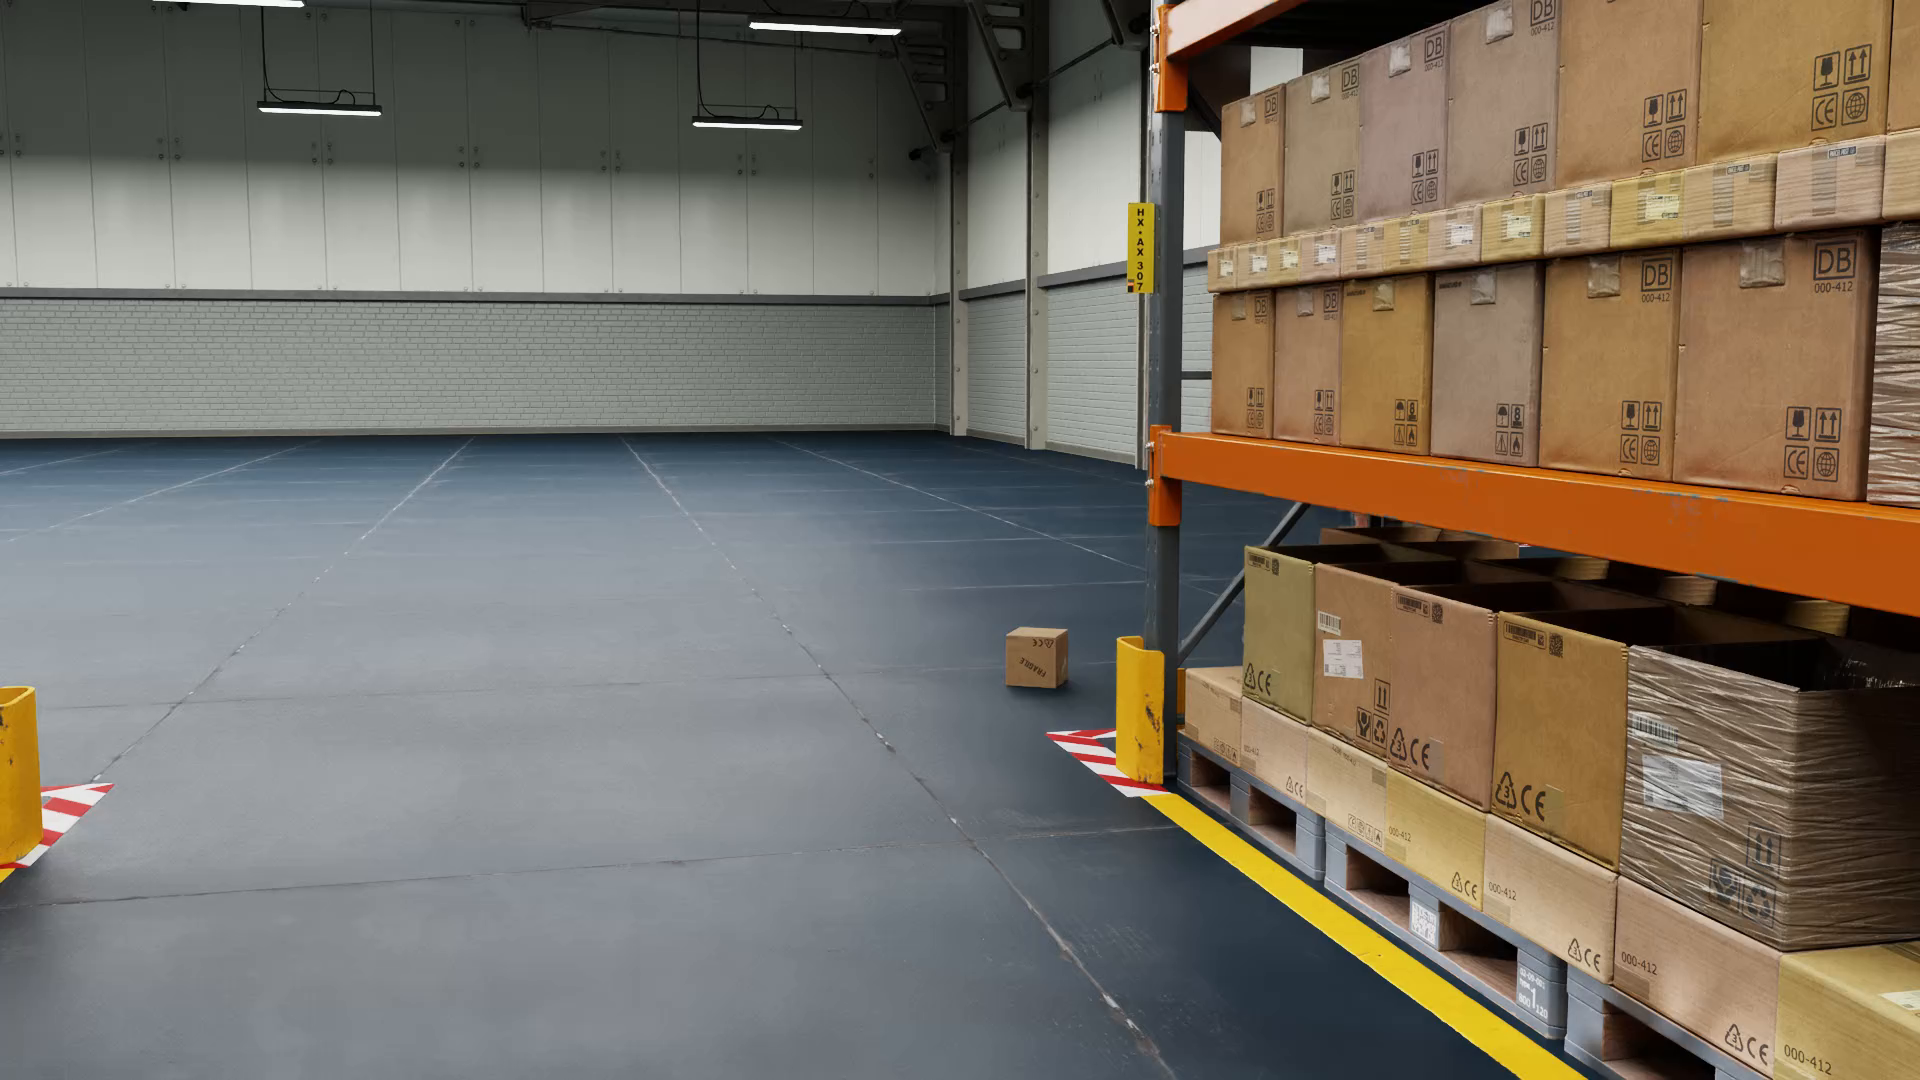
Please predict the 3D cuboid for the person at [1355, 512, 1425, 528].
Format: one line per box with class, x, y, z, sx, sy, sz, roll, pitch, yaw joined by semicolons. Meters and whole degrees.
person;2.037;-0.106;7.493;0.989;1.680;0.646;2;6;14
